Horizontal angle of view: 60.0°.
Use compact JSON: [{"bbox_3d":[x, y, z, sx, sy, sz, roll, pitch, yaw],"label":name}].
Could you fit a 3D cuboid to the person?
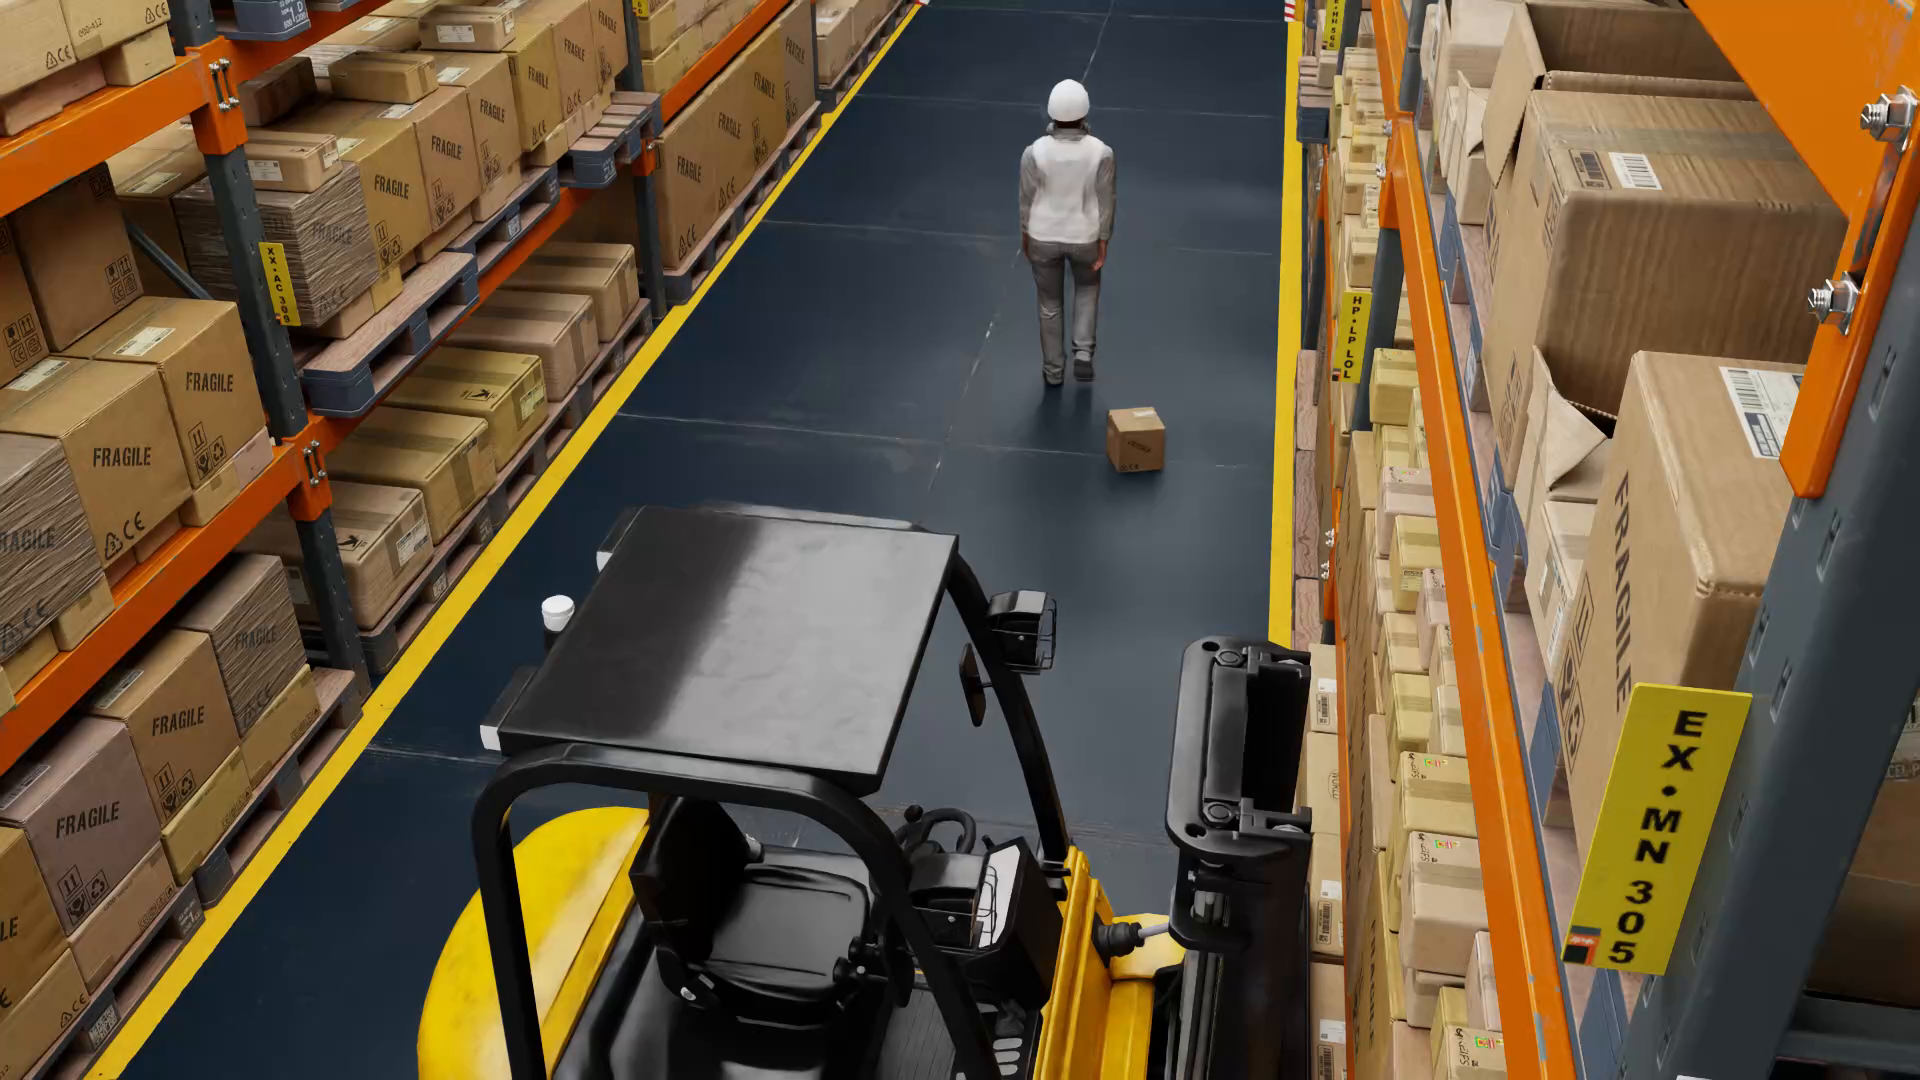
[{"bbox_3d":[0.587,-1.715,9.307,0.533,1.773,0.456,0,32,0],"label":"person"}]
